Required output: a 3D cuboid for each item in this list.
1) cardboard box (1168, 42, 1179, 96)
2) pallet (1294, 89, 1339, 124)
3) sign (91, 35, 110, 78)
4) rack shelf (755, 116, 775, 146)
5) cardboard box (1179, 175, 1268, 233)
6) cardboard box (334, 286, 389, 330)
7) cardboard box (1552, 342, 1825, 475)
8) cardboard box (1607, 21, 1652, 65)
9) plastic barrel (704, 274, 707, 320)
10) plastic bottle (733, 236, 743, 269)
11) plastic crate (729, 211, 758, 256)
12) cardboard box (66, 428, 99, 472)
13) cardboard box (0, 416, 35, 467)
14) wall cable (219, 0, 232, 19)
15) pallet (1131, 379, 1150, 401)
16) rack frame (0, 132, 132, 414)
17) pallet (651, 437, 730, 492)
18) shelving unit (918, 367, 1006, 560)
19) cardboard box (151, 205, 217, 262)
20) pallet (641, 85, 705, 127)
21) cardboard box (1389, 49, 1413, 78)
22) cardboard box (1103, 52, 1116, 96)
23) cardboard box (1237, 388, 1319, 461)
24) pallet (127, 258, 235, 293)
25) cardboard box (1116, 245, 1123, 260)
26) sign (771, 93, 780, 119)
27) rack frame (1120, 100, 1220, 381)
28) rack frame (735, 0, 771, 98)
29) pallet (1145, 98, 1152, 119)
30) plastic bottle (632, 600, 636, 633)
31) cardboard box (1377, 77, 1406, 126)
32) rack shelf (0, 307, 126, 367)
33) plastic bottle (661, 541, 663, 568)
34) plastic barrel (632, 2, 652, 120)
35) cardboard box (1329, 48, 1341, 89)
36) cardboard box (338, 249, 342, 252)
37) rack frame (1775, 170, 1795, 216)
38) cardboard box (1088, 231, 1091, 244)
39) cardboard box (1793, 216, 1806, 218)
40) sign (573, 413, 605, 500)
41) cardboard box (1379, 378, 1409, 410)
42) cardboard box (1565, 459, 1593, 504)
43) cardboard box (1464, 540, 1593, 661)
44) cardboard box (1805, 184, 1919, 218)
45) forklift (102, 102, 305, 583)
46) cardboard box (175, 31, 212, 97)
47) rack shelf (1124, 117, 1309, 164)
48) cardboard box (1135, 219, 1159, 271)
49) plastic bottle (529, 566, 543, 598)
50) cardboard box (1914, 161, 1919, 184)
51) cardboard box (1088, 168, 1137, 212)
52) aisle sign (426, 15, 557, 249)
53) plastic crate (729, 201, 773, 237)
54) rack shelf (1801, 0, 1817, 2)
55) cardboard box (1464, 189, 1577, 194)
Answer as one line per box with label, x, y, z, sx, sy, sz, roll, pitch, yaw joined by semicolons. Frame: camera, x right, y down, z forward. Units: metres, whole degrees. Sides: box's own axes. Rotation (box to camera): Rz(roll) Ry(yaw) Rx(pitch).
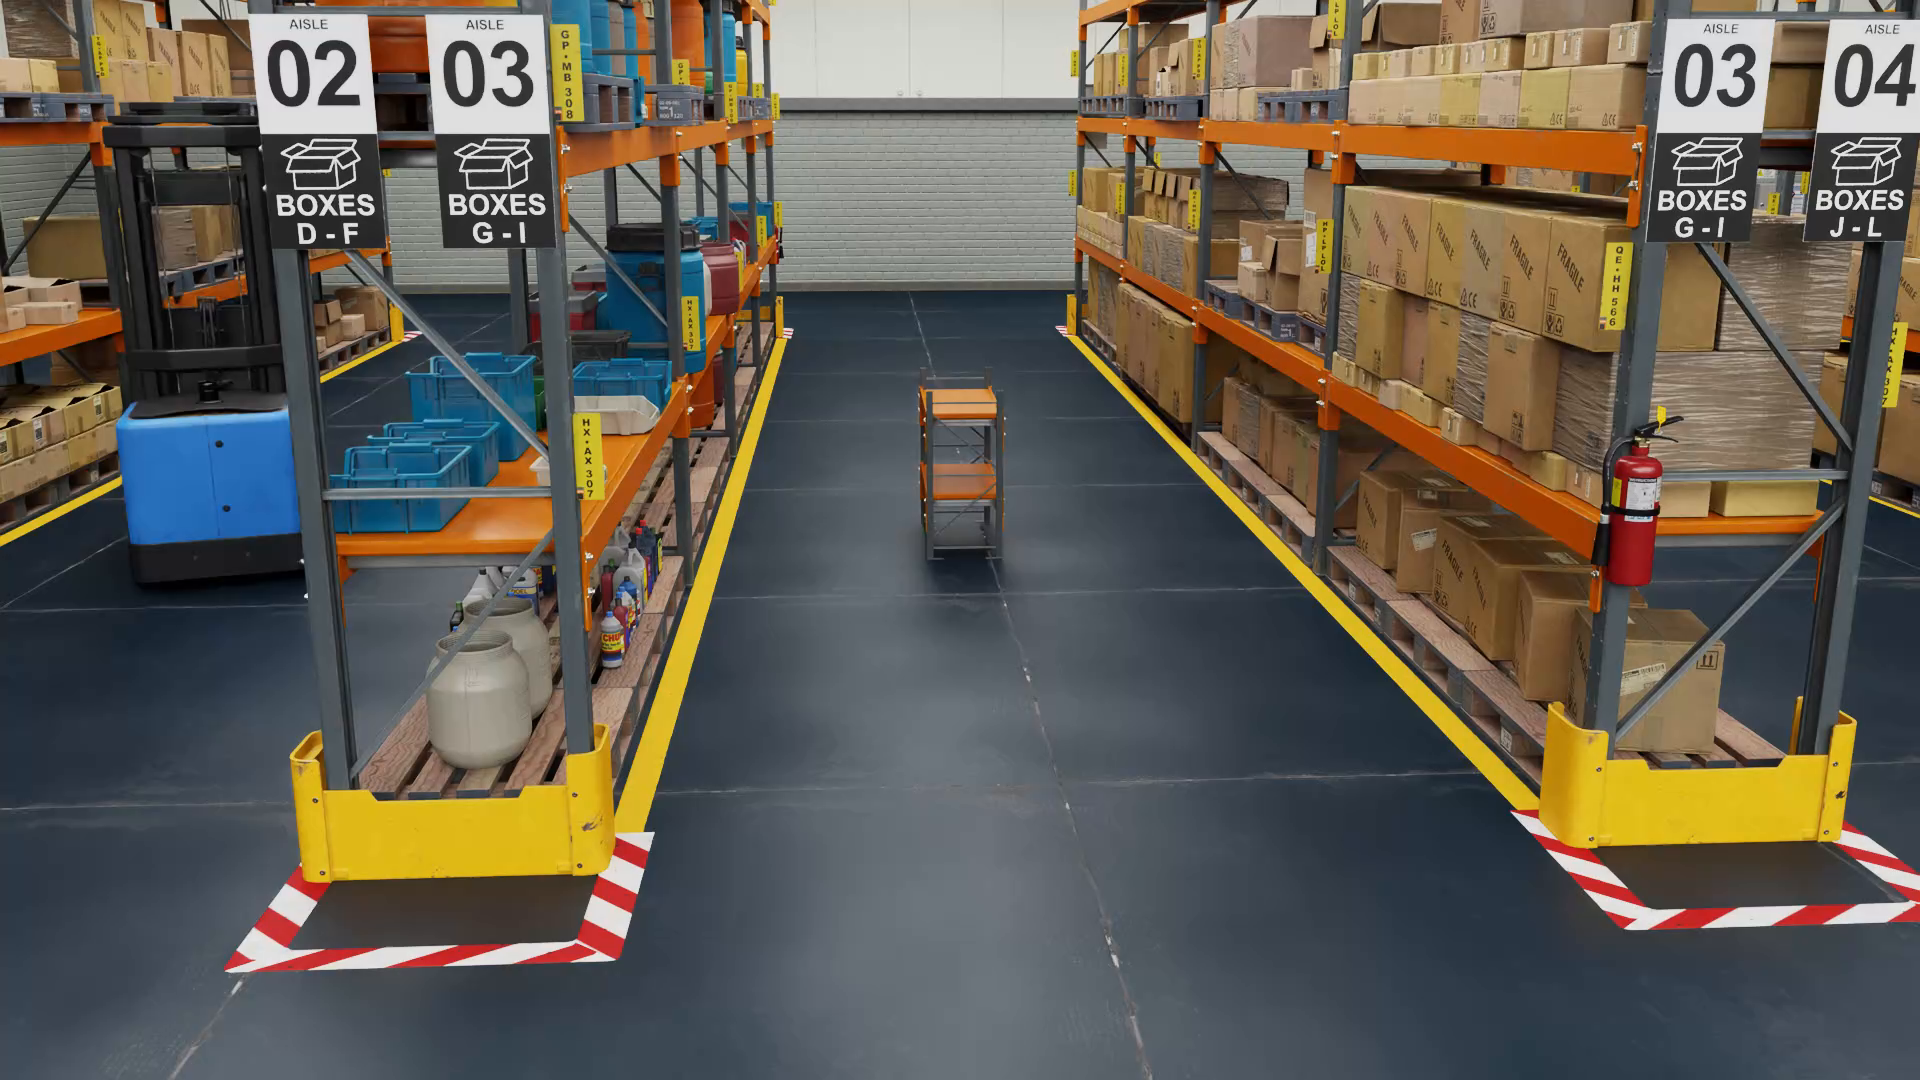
cardboard box;2.378;-4.446;15.718;0.797;0.503;0.637;-1;14;-4
pallet;2.842;-2.755;10.570;1.213;0.211;1.003;-1;14;-3
sign;-6.807;-3.828;13.170;0.100;0.325;0.005;-1;14;-3
rack shelf;-2.789;-4.753;19.402;1.077;0.370;4.000;-1;14;-3
cardboard box;2.459;-3.111;15.384;0.797;0.503;0.637;-1;14;-2
cardboard box;-7.578;-2.941;21.071;0.500;0.500;0.500;-1;14;-3
cardboard box;3.015;-0.573;6.935;0.875;0.500;0.500;-1;14;-3
cardboard box;2.693;-1.880;6.296;0.380;0.149;0.250;-1;14;-3
plastic barrel;-2.114;-1.853;12.484;0.421;0.512;0.421;0;14;0
plastic bottle;-2.282;-2.903;16.890;0.144;0.351;0.185;-1;14;-3
plastic crate;-2.470;-3.437;18.615;0.402;0.464;0.583;-1;14;-3
cardboard box;-7.050;-0.697;12.891;0.500;0.250;0.500;-1;14;-4
cardboard box;-6.987;-0.718;11.847;0.500;0.311;0.500;0;14;-2
wall cable;-10.095;-9.294;25.686;3.097;2.526;0.112;-1;14;-3
pallet;2.401;-1.686;17.656;1.003;0.211;1.213;-1;14;-3
rack frame;-7.361;-2.081;13.593;1.000;3.000;0.127;-1;14;-3
pallet;-2.408;-0.612;13.483;1.003;0.211;1.213;-1;14;-3
shelving unit;0.000;-0.546;11.393;0.538;1.125;1.048;-1;14;-3
cardboard box;-7.438;-2.889;15.690;0.700;0.500;0.500;-5;15;-18
pallet;-2.027;-2.345;8.978;1.213;0.211;1.003;-1;14;-3
cardboard box;2.567;-2.592;9.062;0.380;0.149;0.250;-1;14;-3
cardboard box;2.111;-5.577;19.918;0.700;0.500;0.500;-2;15;-7
cardboard box;2.635;-0.931;13.258;0.700;0.500;0.500;-2;15;-8
pallet;-7.487;-2.471;15.496;1.003;0.211;1.213;-1;14;-3
cardboard box;1.932;-3.176;18.356;0.380;0.149;0.250;-1;14;-3
sign;-2.365;-5.560;21.307;0.100;0.325;0.005;-1;14;-3
rack frame;2.278;-3.227;18.050;1.000;3.000;0.127;-1;14;-3
rack frame;-2.913;-7.051;20.872;1.000;3.000;0.127;-1;14;-3
pallet;2.384;-4.360;16.817;0.805;0.209;1.217;-1;15;-6
plastic bottle;-1.757;0.385;8.742;0.097;0.201;0.097;0;14;0
cardboard box;2.584;-2.370;9.001;0.500;0.250;0.500;-1;14;-4
rack shelf;-7.238;-1.235;11.749;1.077;0.370;4.000;-1;14;-3
plastic bottle;-1.836;0.066;9.982;0.097;0.201;0.097;0;14;0
plastic barrel;-2.543;-3.447;12.020;0.600;0.830;0.708;-1;14;-3
cardboard box;2.616;-3.061;10.811;0.396;0.266;0.258;0;14;-1
cardboard box;-7.466;-3.633;19.426;0.500;0.500;0.500;-1;14;-4
rack frame;7.483;-2.284;14.384;1.000;3.000;0.127;-1;14;-3
cardboard box;1.789;-3.752;20.592;0.380;0.149;0.250;-1;14;-5
cardboard box;7.628;-2.839;15.006;0.380;0.149;0.250;-1;14;-5
sign;-1.372;-0.308;6.148;0.100;0.325;0.005;-1;14;-3
cardboard box;2.532;-0.809;9.155;0.380;0.149;0.250;-1;14;-3
cardboard box;2.783;-0.251;6.987;0.380;0.149;0.250;-1;14;-3
cardboard box;2.909;0.305;8.497;0.500;0.500;0.500;0;14;2
cardboard box;7.501;-2.705;13.812;0.700;0.500;0.500;-1;14;-4
forklift;-5.096;-1.477;11.386;1.130;2.935;3.031;-5;15;-19
cardboard box;-7.587;-4.536;15.872;0.600;0.600;0.600;-1;14;-4
rack shelf;2.402;-3.834;15.833;1.077;0.370;4.000;-1;14;-3
cardboard box;2.089;-3.032;17.092;0.500;0.500;0.500;-1;14;-3
plastic bottle;-2.404;0.188;9.367;0.097;0.271;0.097;0;14;0
cardboard box;11.800;-4.279;19.929;0.500;0.500;0.500;-1;14;-3
cardboard box;1.860;-4.280;20.341;0.500;0.500;0.500;-1;14;-5
aisle sign;-1.625;-1.412;5.778;0.394;0.787;0.004;-1;14;-3
plastic crate;-2.706;-4.111;21.295;0.616;0.435;0.499;-1;14;-3
rack shelf;7.607;-4.150;11.842;1.077;0.370;4.000;-1;14;-3
cardboard box;3.109;-1.682;9.241;0.500;0.500;0.500;-1;14;-3
